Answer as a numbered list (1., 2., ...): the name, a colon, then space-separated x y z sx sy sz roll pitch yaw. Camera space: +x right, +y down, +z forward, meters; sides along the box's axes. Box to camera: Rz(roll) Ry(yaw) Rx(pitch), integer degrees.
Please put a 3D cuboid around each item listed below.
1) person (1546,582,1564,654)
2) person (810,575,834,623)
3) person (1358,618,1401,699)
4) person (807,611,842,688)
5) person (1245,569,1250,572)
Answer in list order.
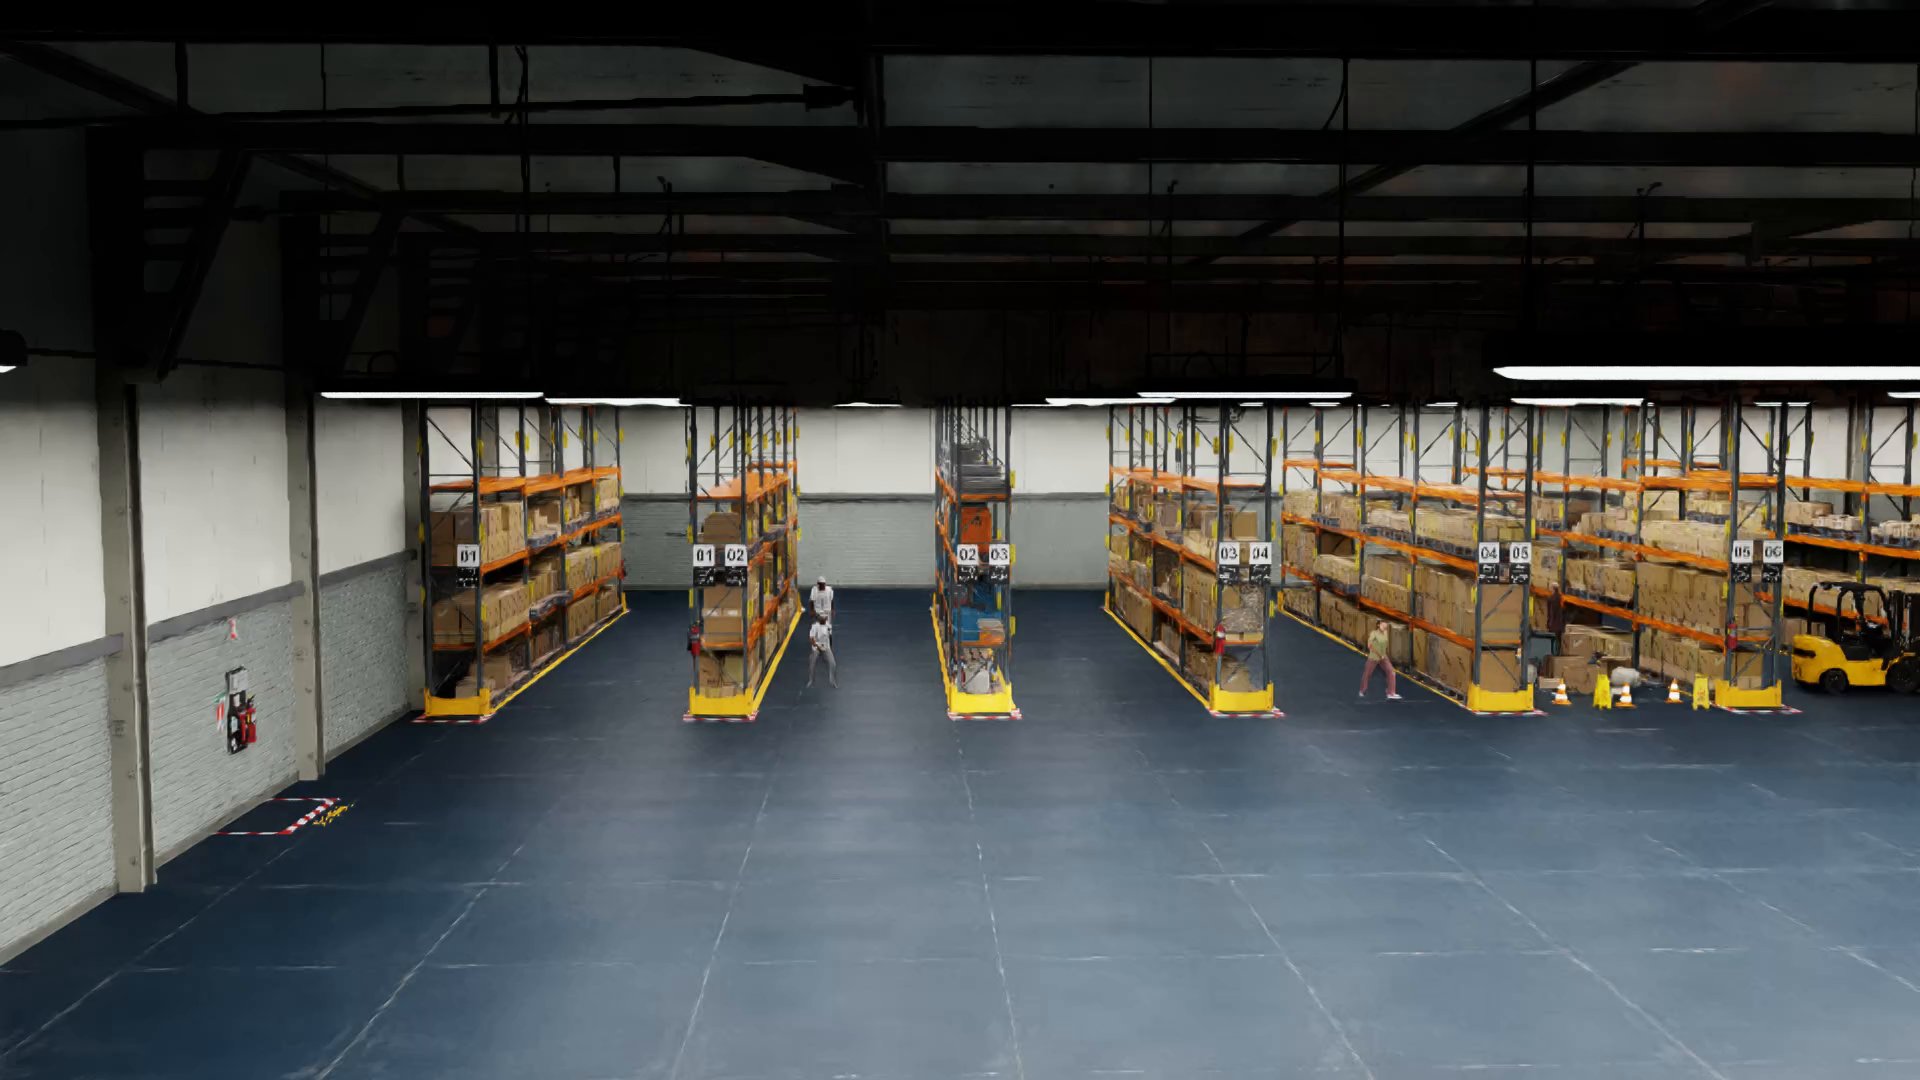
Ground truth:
1. person: 13.510 1.833 37.927 0.648 1.773 0.692 2 5 23
2. person: -3.351 1.657 40.408 0.577 1.634 0.929 0 4 0
3. person: 8.274 2.320 32.924 0.611 1.603 0.817 -2 5 -19
4. person: -2.821 2.229 34.106 0.626 1.610 0.800 -2 5 -21
5. person: 8.264 1.107 48.307 0.445 1.600 1.019 1 5 8
